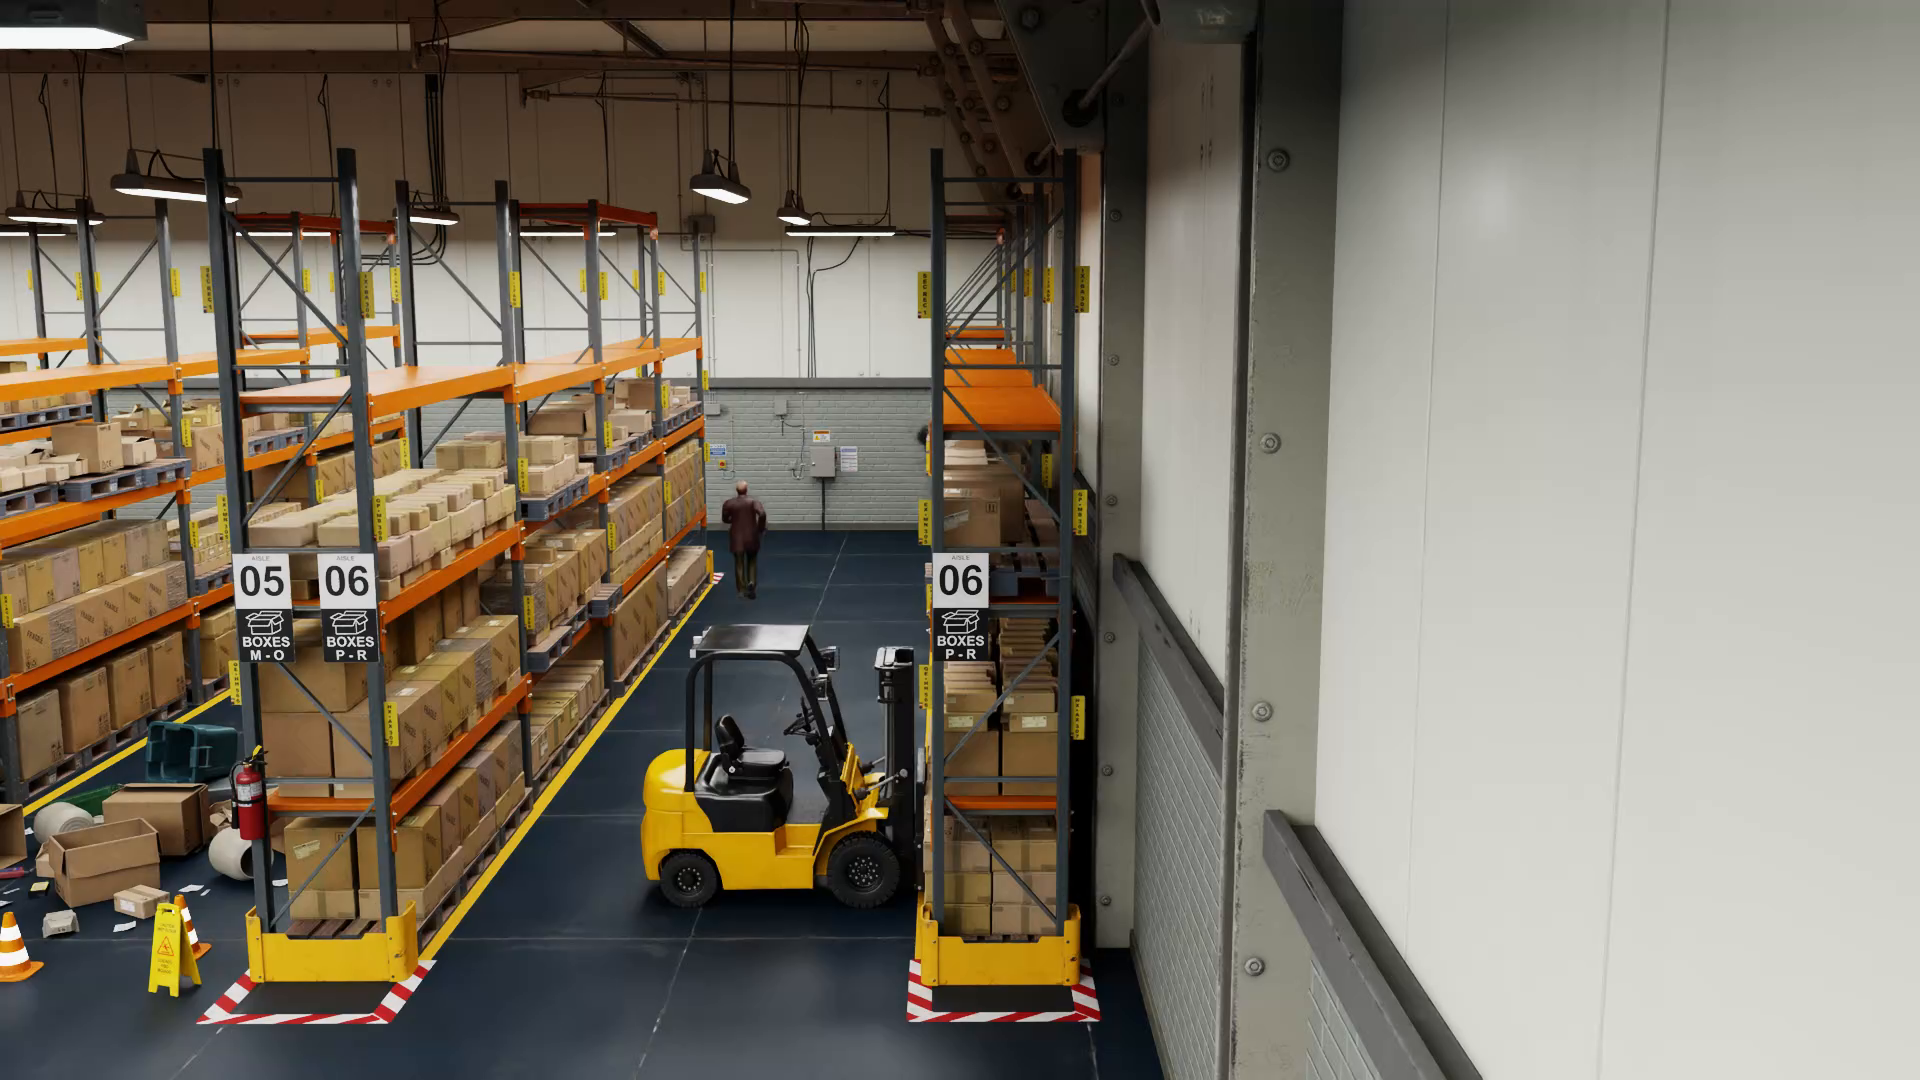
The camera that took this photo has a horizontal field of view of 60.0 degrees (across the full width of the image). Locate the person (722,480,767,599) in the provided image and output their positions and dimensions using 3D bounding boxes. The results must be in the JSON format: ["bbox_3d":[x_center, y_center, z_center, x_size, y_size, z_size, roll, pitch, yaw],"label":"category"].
[{"bbox_3d":[-3.251,0.105,25.150,0.675,1.647,0.740,-1,9,-6],"label":"person"}]
